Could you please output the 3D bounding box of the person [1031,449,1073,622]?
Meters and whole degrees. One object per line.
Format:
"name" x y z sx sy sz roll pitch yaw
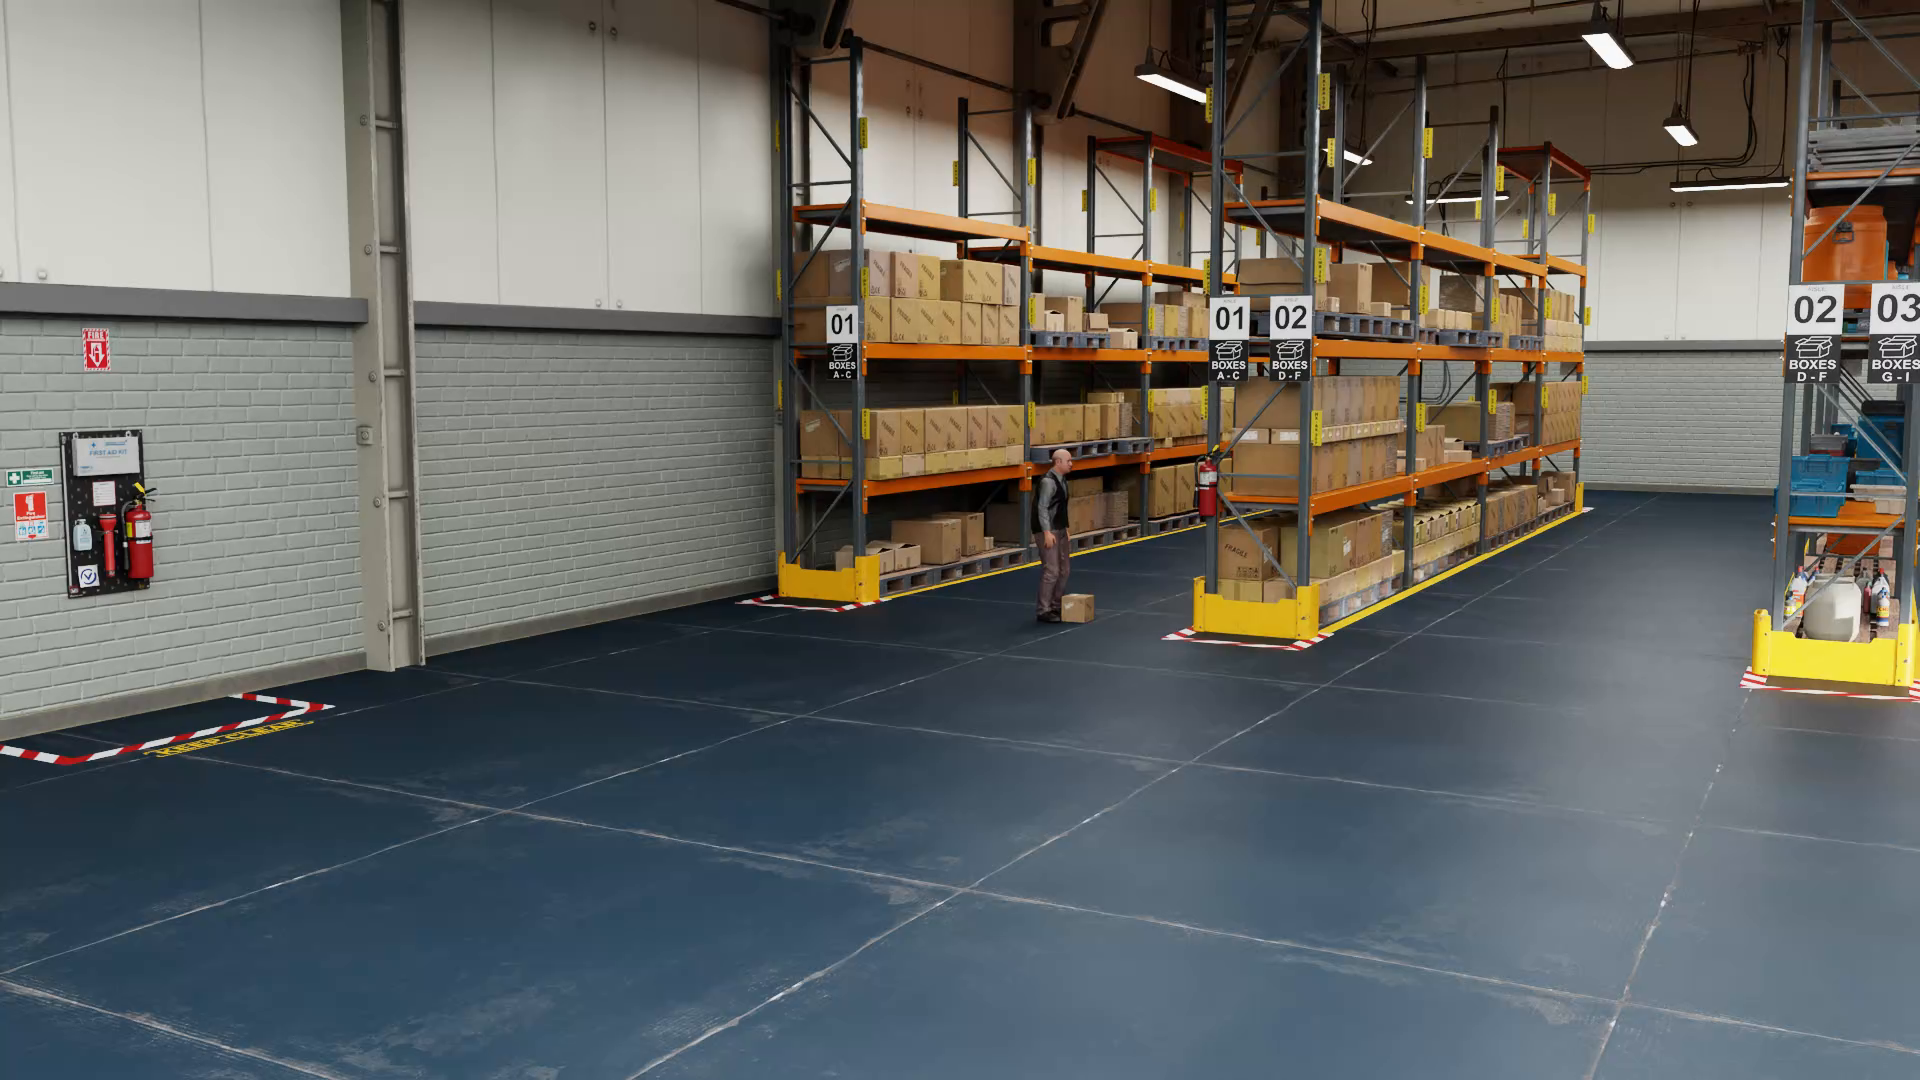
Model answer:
"person" 0.940 -0.058 16.810 0.424 1.720 0.593 3 6 25
